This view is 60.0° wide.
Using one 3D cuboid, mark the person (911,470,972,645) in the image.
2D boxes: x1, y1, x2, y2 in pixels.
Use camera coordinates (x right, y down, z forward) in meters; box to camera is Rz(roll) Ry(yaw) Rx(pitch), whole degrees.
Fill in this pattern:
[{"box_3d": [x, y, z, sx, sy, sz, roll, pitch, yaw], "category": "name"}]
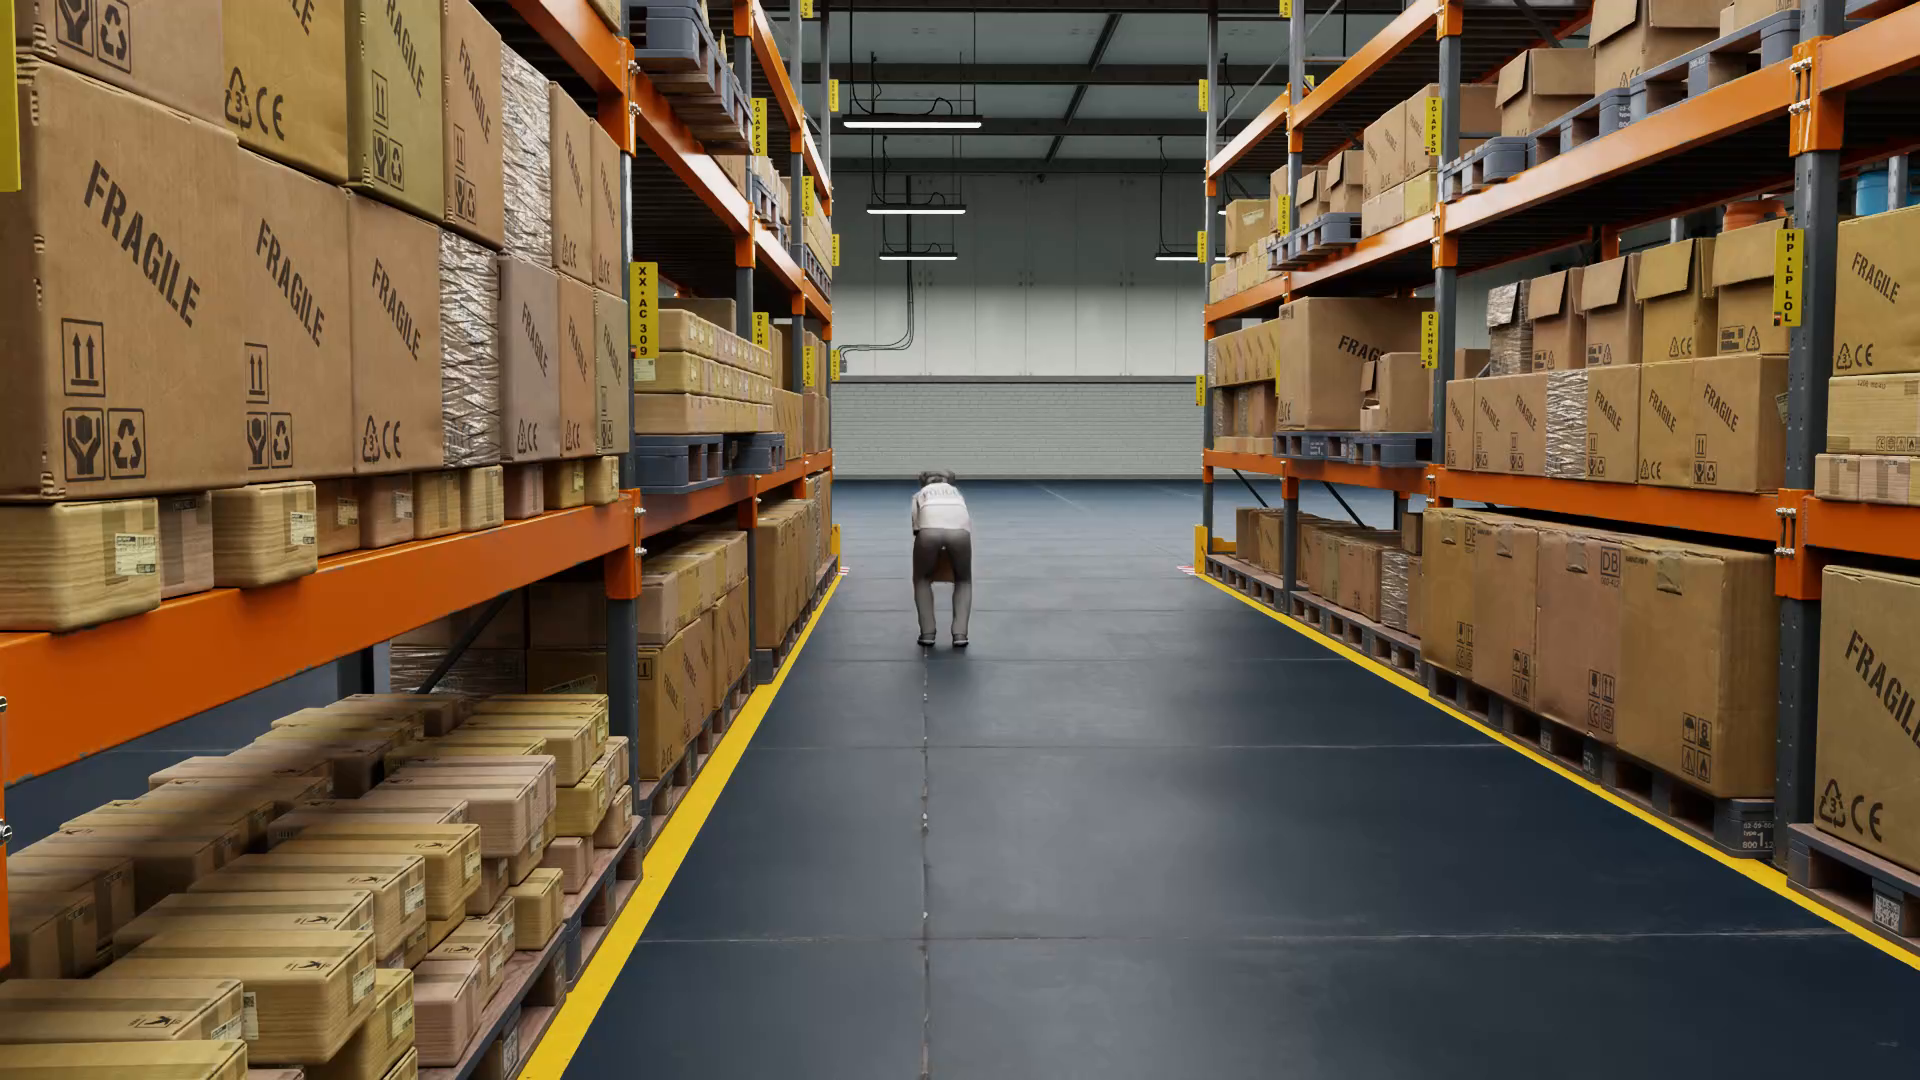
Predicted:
[{"box_3d": [-0.135, 0.120, 11.976, 0.427, 1.230, 0.909, 0, 4, -4], "category": "person"}]
